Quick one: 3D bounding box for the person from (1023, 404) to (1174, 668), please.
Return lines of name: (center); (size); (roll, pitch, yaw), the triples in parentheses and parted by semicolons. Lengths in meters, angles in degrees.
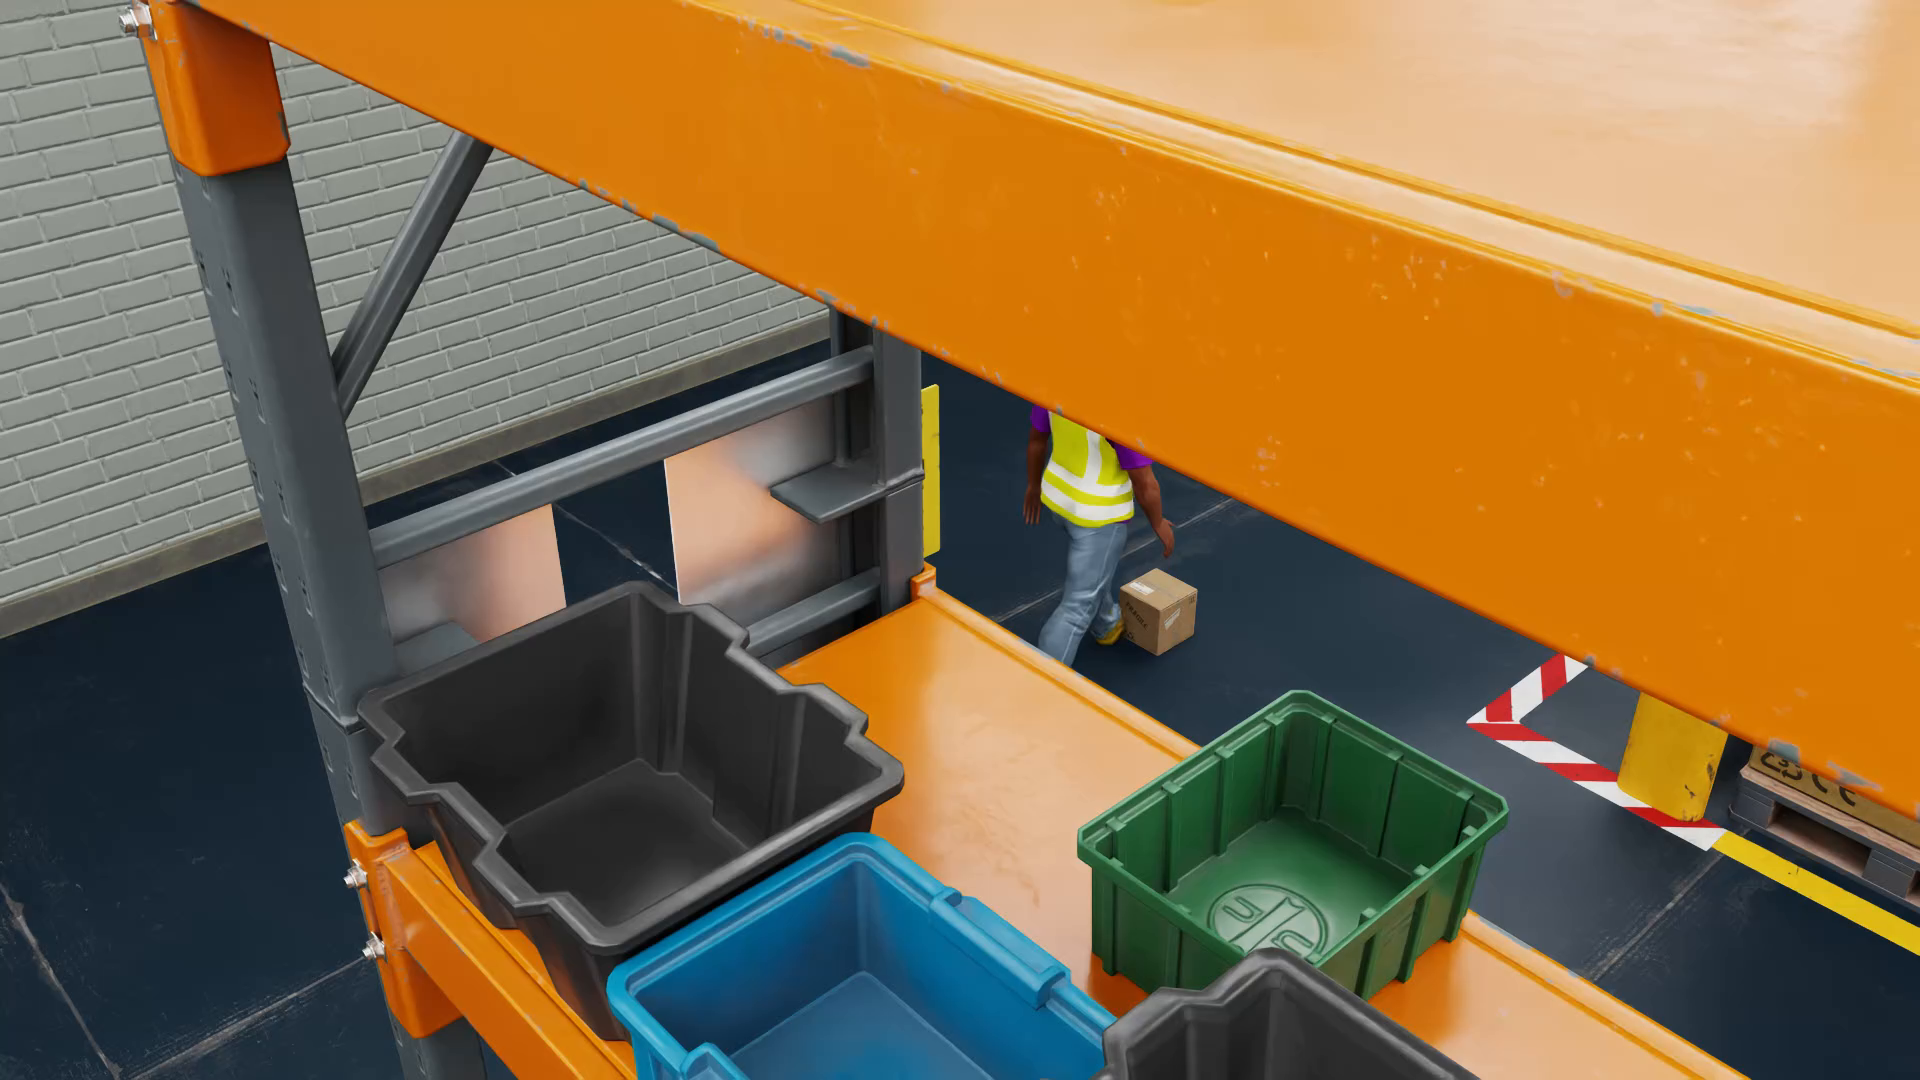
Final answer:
person: (0.574, -0.135, 6.849); (0.927, 1.742, 0.675); (-18, 36, -27)
